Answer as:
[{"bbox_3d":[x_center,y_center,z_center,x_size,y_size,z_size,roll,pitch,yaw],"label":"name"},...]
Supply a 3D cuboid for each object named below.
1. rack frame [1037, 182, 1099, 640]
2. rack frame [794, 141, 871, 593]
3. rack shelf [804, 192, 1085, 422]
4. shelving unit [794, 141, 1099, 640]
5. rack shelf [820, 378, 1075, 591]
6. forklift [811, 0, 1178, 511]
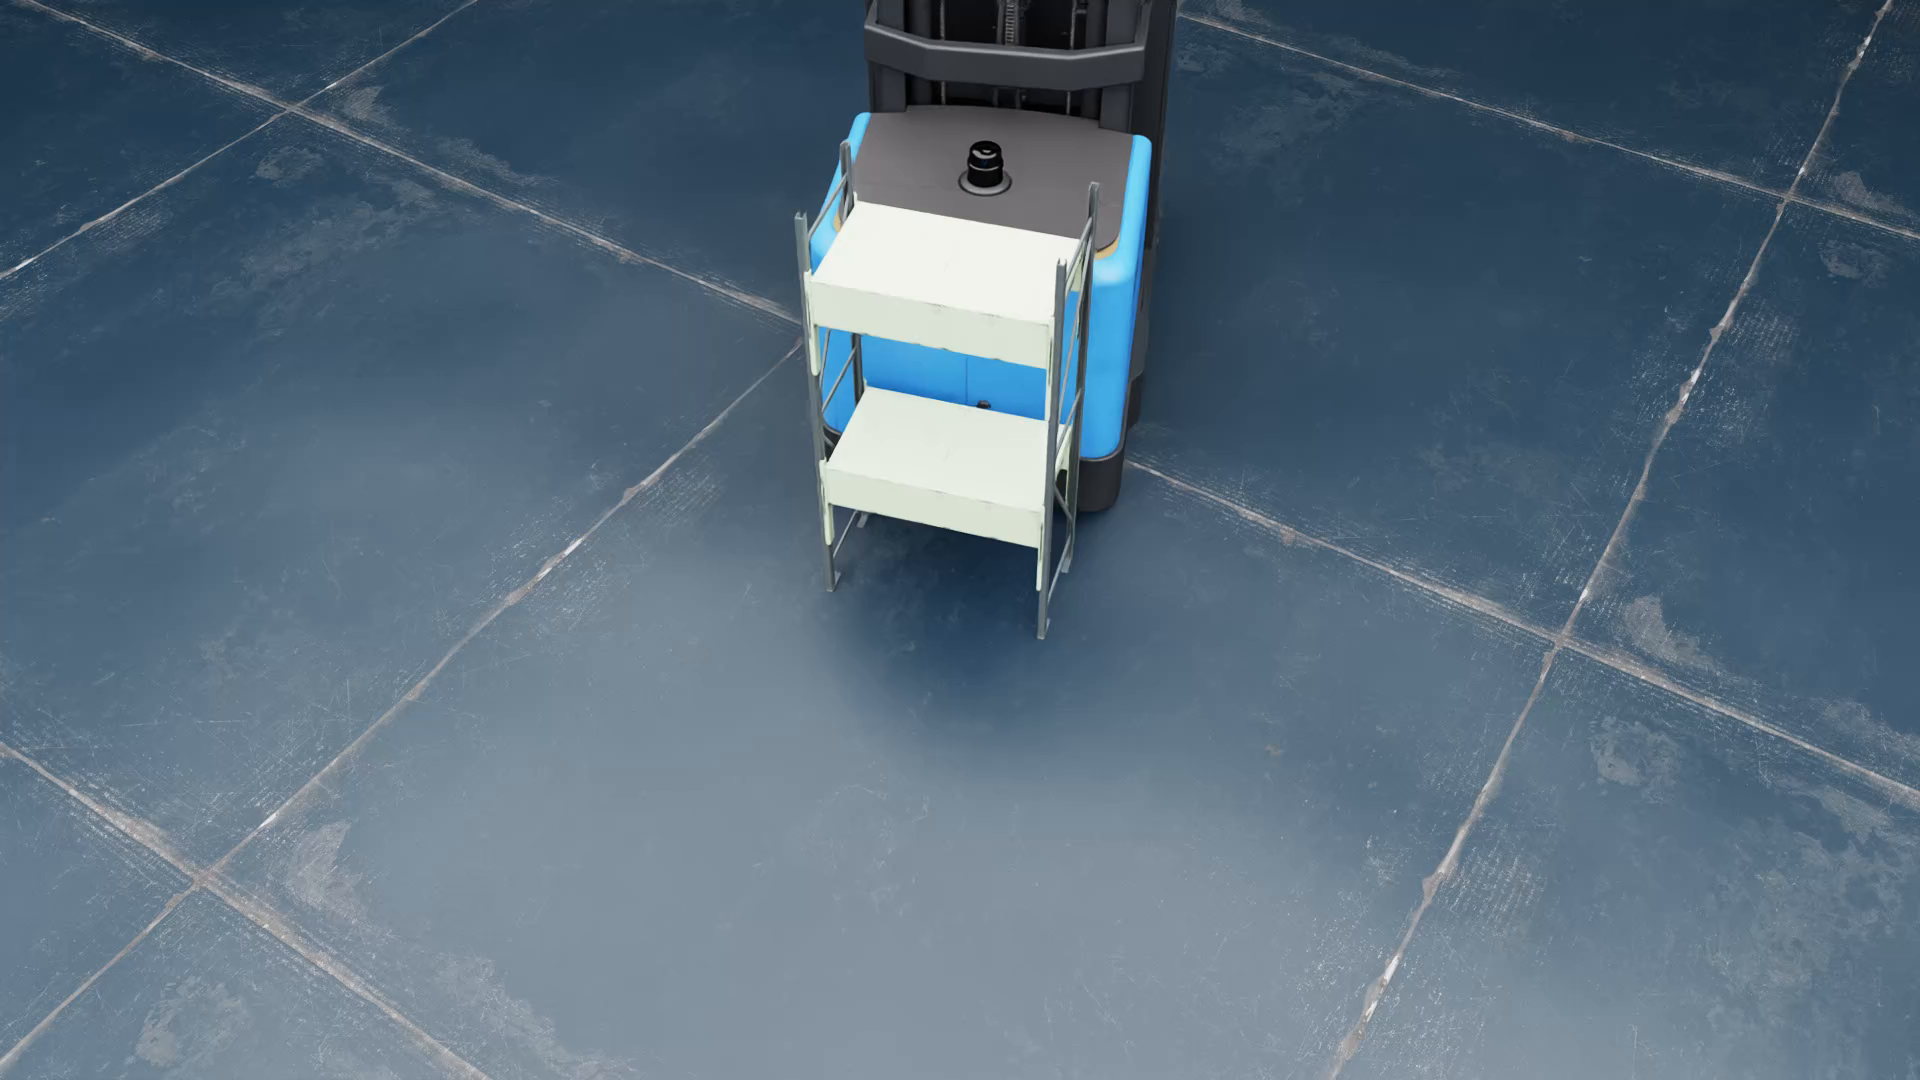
[{"bbox_3d":[0.320,-0.334,5.029,0.023,1.500,0.400,12,47,12],"label":"rack frame"},{"bbox_3d":[-0.382,-0.485,5.175,0.023,1.500,0.400,12,47,12],"label":"rack frame"},{"bbox_3d":[-0.031,-0.681,4.822,0.720,0.370,0.431,12,47,12],"label":"rack shelf"},{"bbox_3d":[-0.031,-0.410,5.102,0.755,1.500,0.431,12,47,12],"label":"shelving unit"},{"bbox_3d":[-0.031,-0.182,5.336,0.720,0.370,0.431,12,47,12],"label":"rack shelf"},{"bbox_3d":[0.249,-2.189,5.834,1.130,2.935,3.031,6,46,6],"label":"forklift"}]
